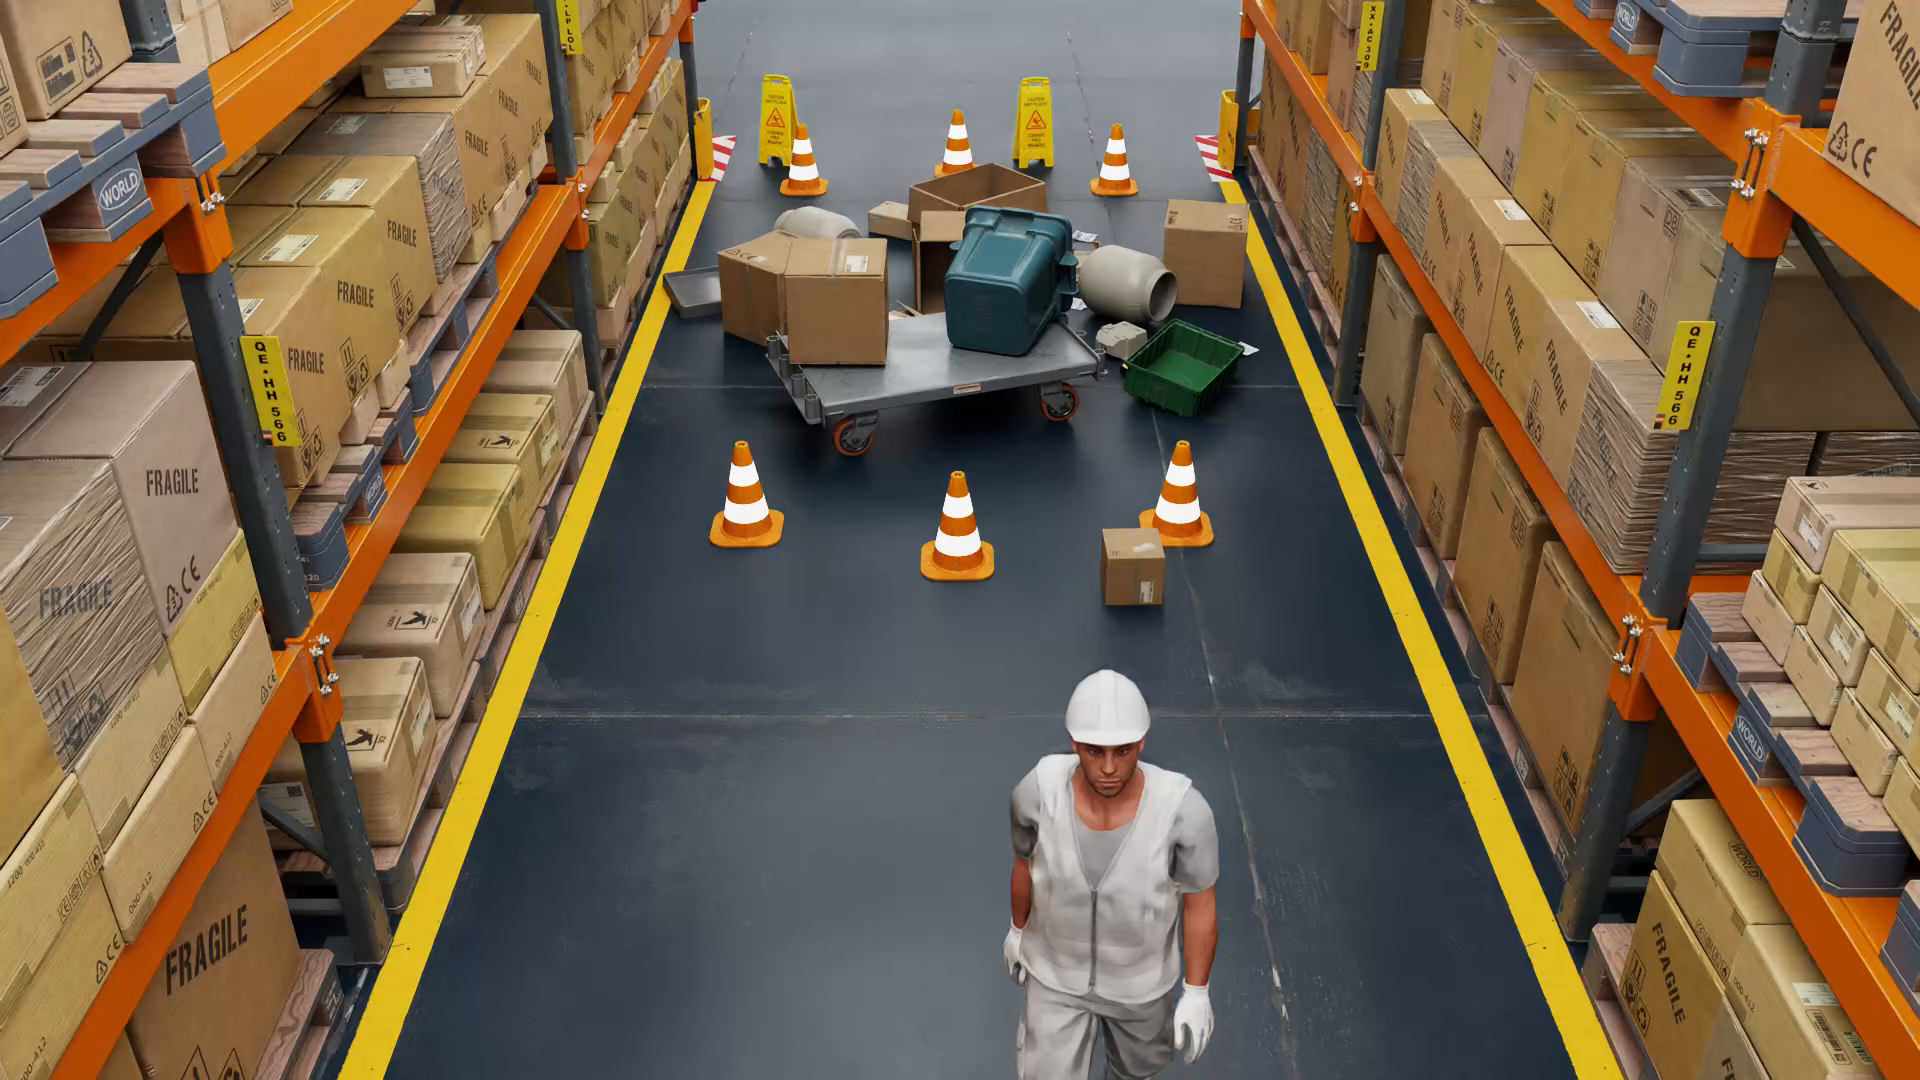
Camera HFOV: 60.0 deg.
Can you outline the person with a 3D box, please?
[{"bbox_3d":[0.378,1.100,4.292,0.572,1.756,0.933,5,32,9],"label":"person"}]
